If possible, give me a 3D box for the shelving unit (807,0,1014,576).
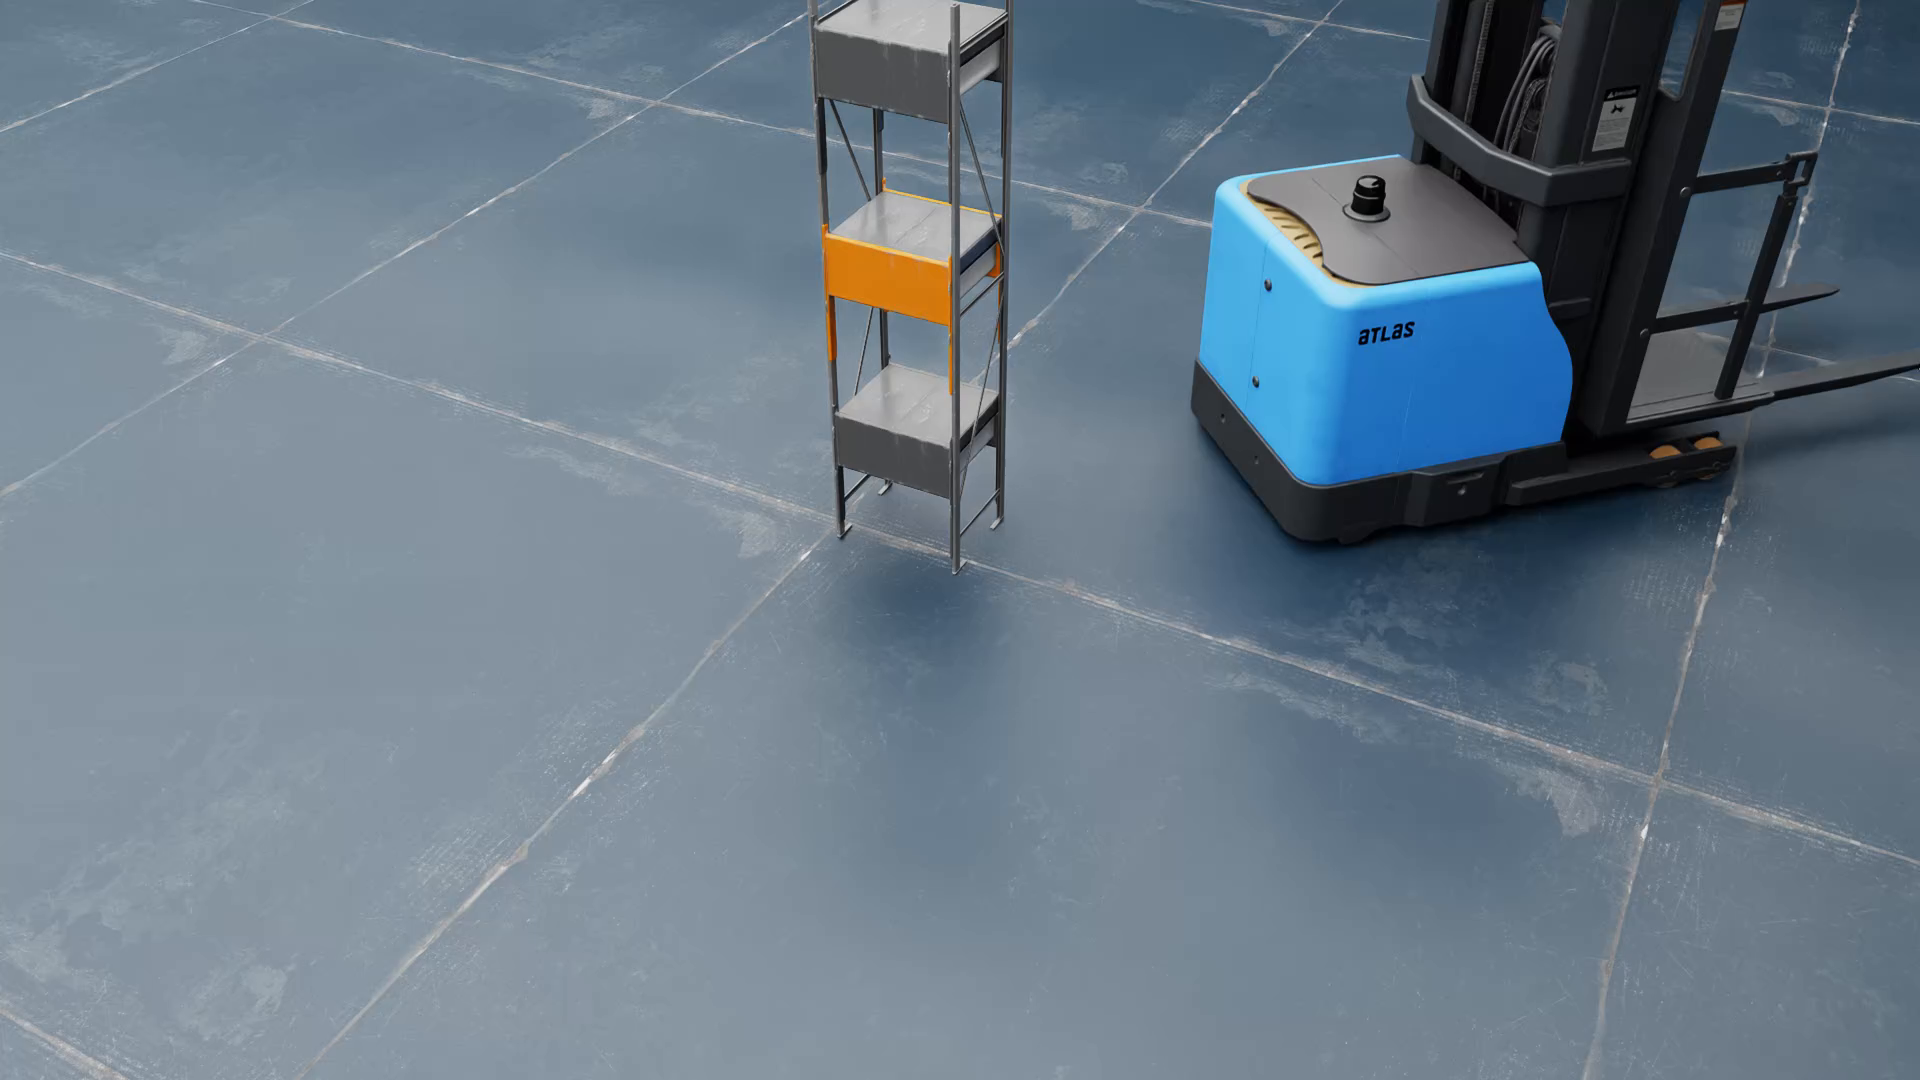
[{"bbox_3d":[-0.147,-0.882,5.676,0.503,2.100,0.431,17,41,21],"label":"shelving unit"}]

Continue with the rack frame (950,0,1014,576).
[{"bbox_3d":[0.070,-0.815,5.586,0.015,2.100,0.400,17,41,21],"label":"rack frame"}]

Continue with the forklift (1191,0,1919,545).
[{"bbox_3d":[2.525,-1.665,6.019,3.031,2.935,1.130,-11,38,-14],"label":"forklift"}]

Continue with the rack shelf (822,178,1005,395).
[{"bbox_3d":[-0.147,-0.872,5.684,0.480,0.518,0.431,17,41,21],"label":"rack shelf"}]

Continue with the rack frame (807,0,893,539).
[{"bbox_3d":[-0.364,-0.950,5.765,0.015,2.100,0.400,17,41,21],"label":"rack frame"}]

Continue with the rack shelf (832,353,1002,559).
[{"bbox_3d":[-0.147,-0.314,6.107,0.480,0.518,0.431,17,41,21],"label":"rack shelf"}]

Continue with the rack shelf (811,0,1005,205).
[{"bbox_3d":[-0.147,-1.429,5.261,0.480,0.518,0.431,17,41,21],"label":"rack shelf"}]
